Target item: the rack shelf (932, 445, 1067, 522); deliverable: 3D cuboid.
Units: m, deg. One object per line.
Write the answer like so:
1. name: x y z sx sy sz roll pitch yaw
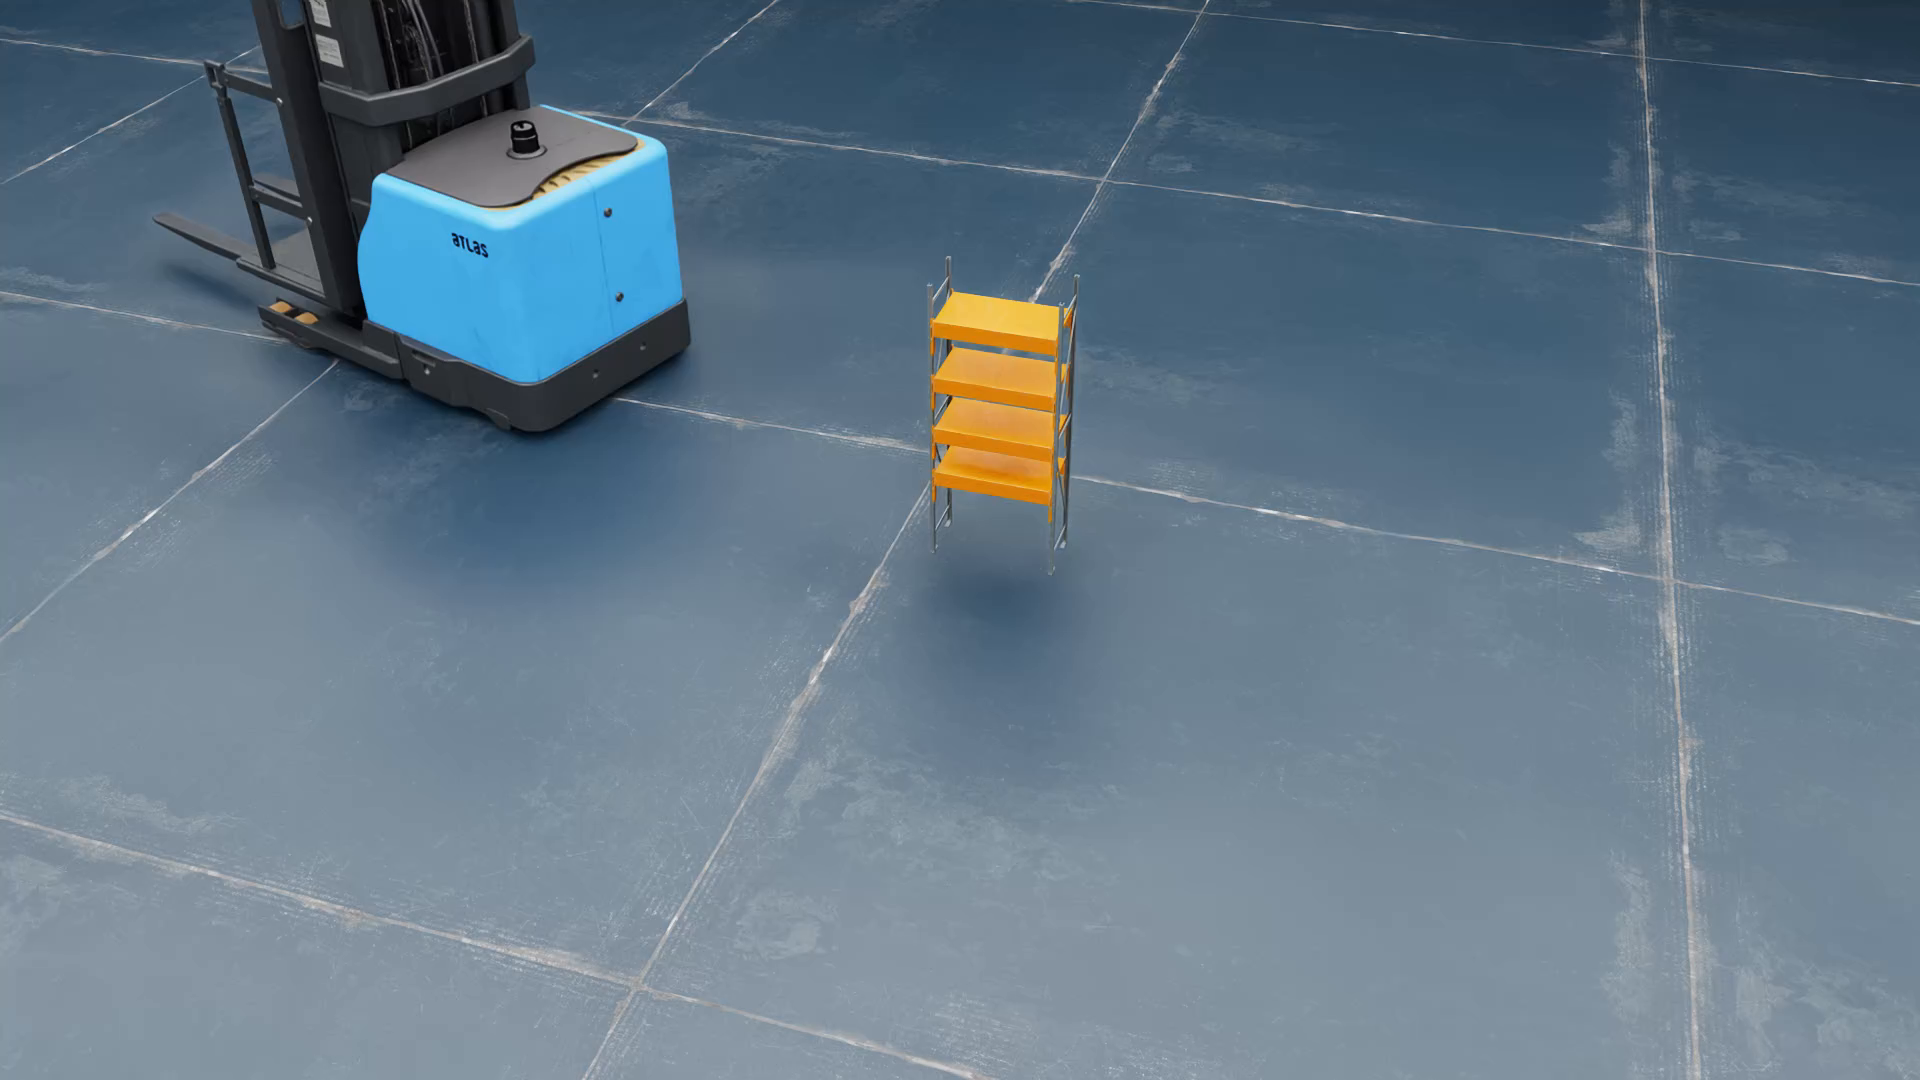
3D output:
1. rack shelf: 0.158 -0.240 6.512 0.480 0.148 0.258 10 38 14

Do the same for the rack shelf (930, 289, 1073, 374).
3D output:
1. rack shelf: 0.158 -0.770 6.122 0.480 0.148 0.258 10 38 14

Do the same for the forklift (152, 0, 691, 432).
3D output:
1. forklift: -2.781 -2.337 7.453 3.031 2.935 1.130 22 42 27

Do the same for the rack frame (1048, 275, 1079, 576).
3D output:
1. rack frame: 0.391 -0.411 6.296 0.015 1.200 0.240 10 38 14

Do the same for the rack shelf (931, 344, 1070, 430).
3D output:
1. rack shelf: 0.158 -0.580 6.262 0.480 0.148 0.258 10 38 14

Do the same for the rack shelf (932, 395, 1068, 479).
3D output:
1. rack shelf: 0.158 -0.400 6.394 0.480 0.148 0.258 10 38 14

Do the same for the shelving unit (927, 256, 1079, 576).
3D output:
1. shelving unit: 0.158 -0.454 6.355 0.503 1.200 0.258 10 38 14

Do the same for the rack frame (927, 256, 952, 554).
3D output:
1. rack frame: -0.075 -0.497 6.413 0.015 1.200 0.240 10 38 14
